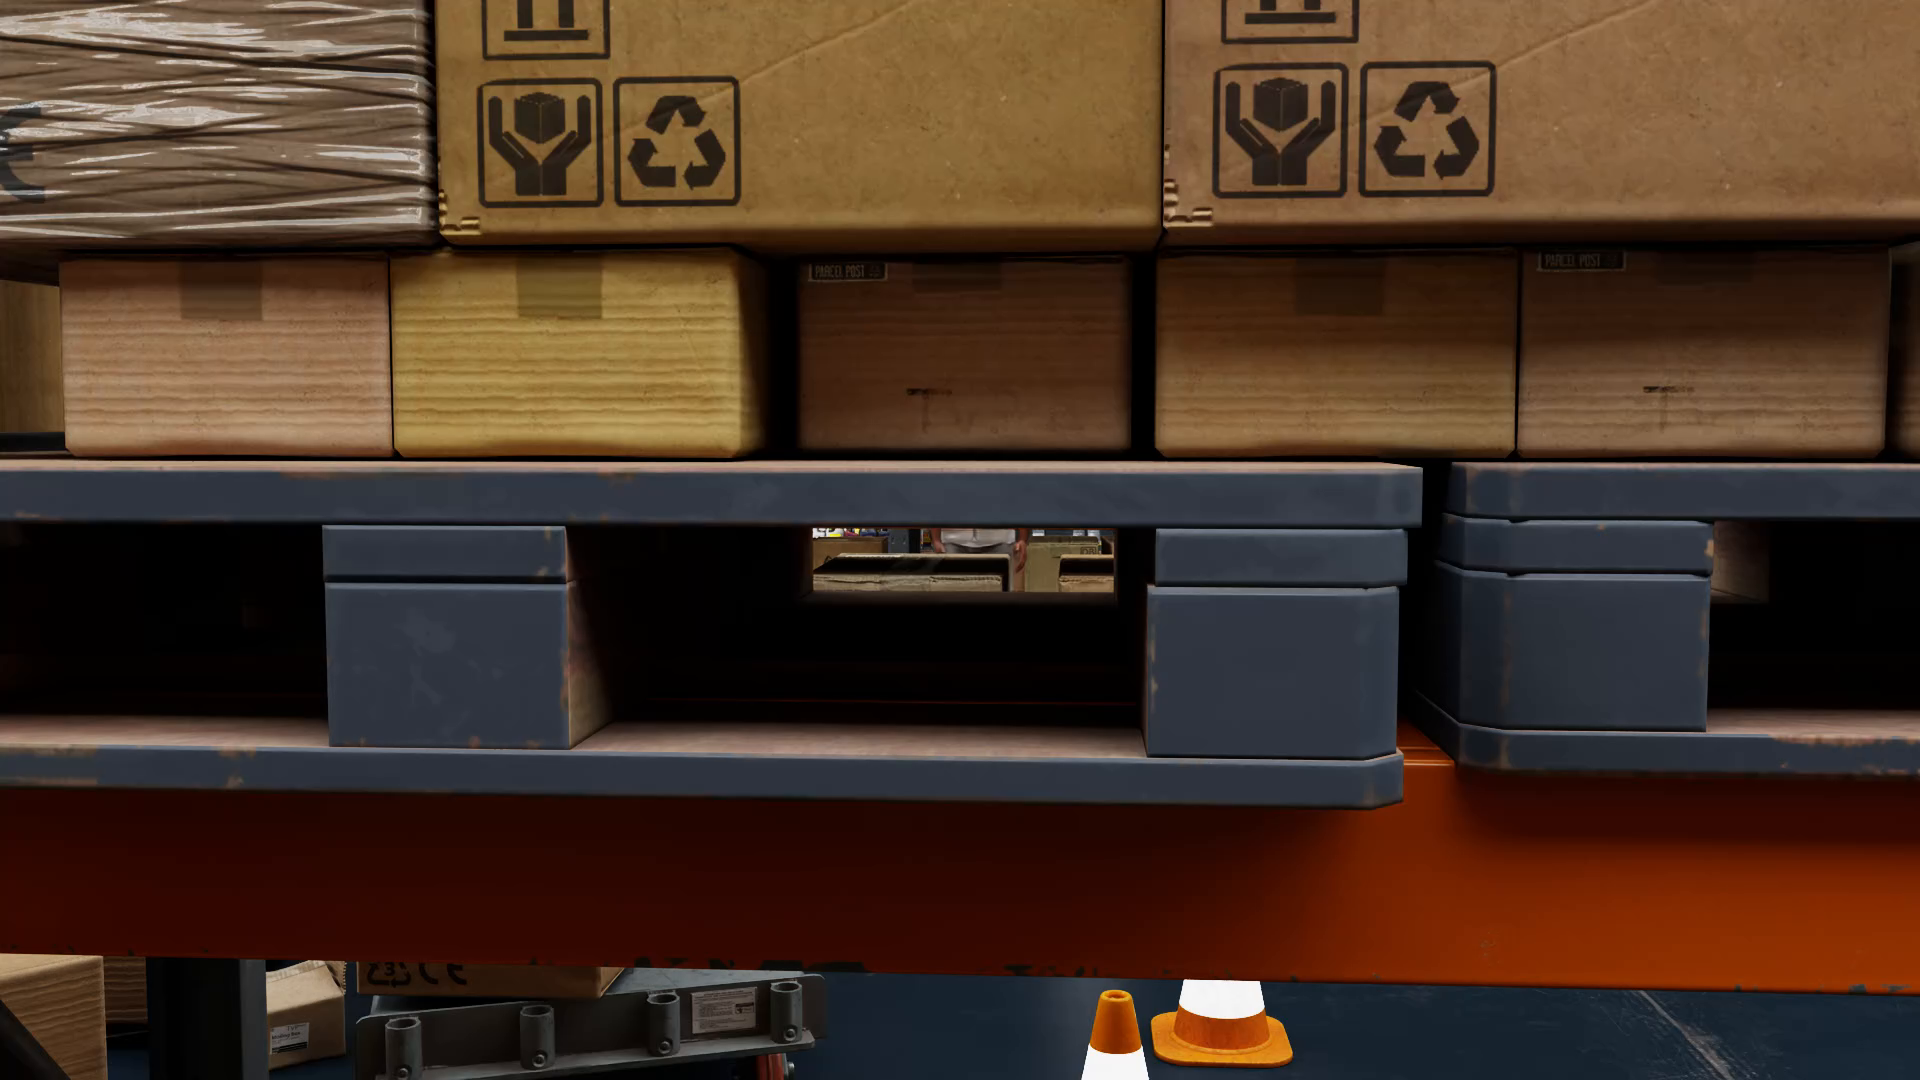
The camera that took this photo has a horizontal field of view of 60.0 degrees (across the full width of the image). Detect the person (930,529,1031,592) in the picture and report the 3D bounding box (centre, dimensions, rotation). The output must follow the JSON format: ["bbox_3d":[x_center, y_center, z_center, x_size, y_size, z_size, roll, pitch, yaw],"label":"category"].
[{"bbox_3d":[0.117,0.037,9.296,0.602,1.682,0.511,0,4,5],"label":"person"}]
